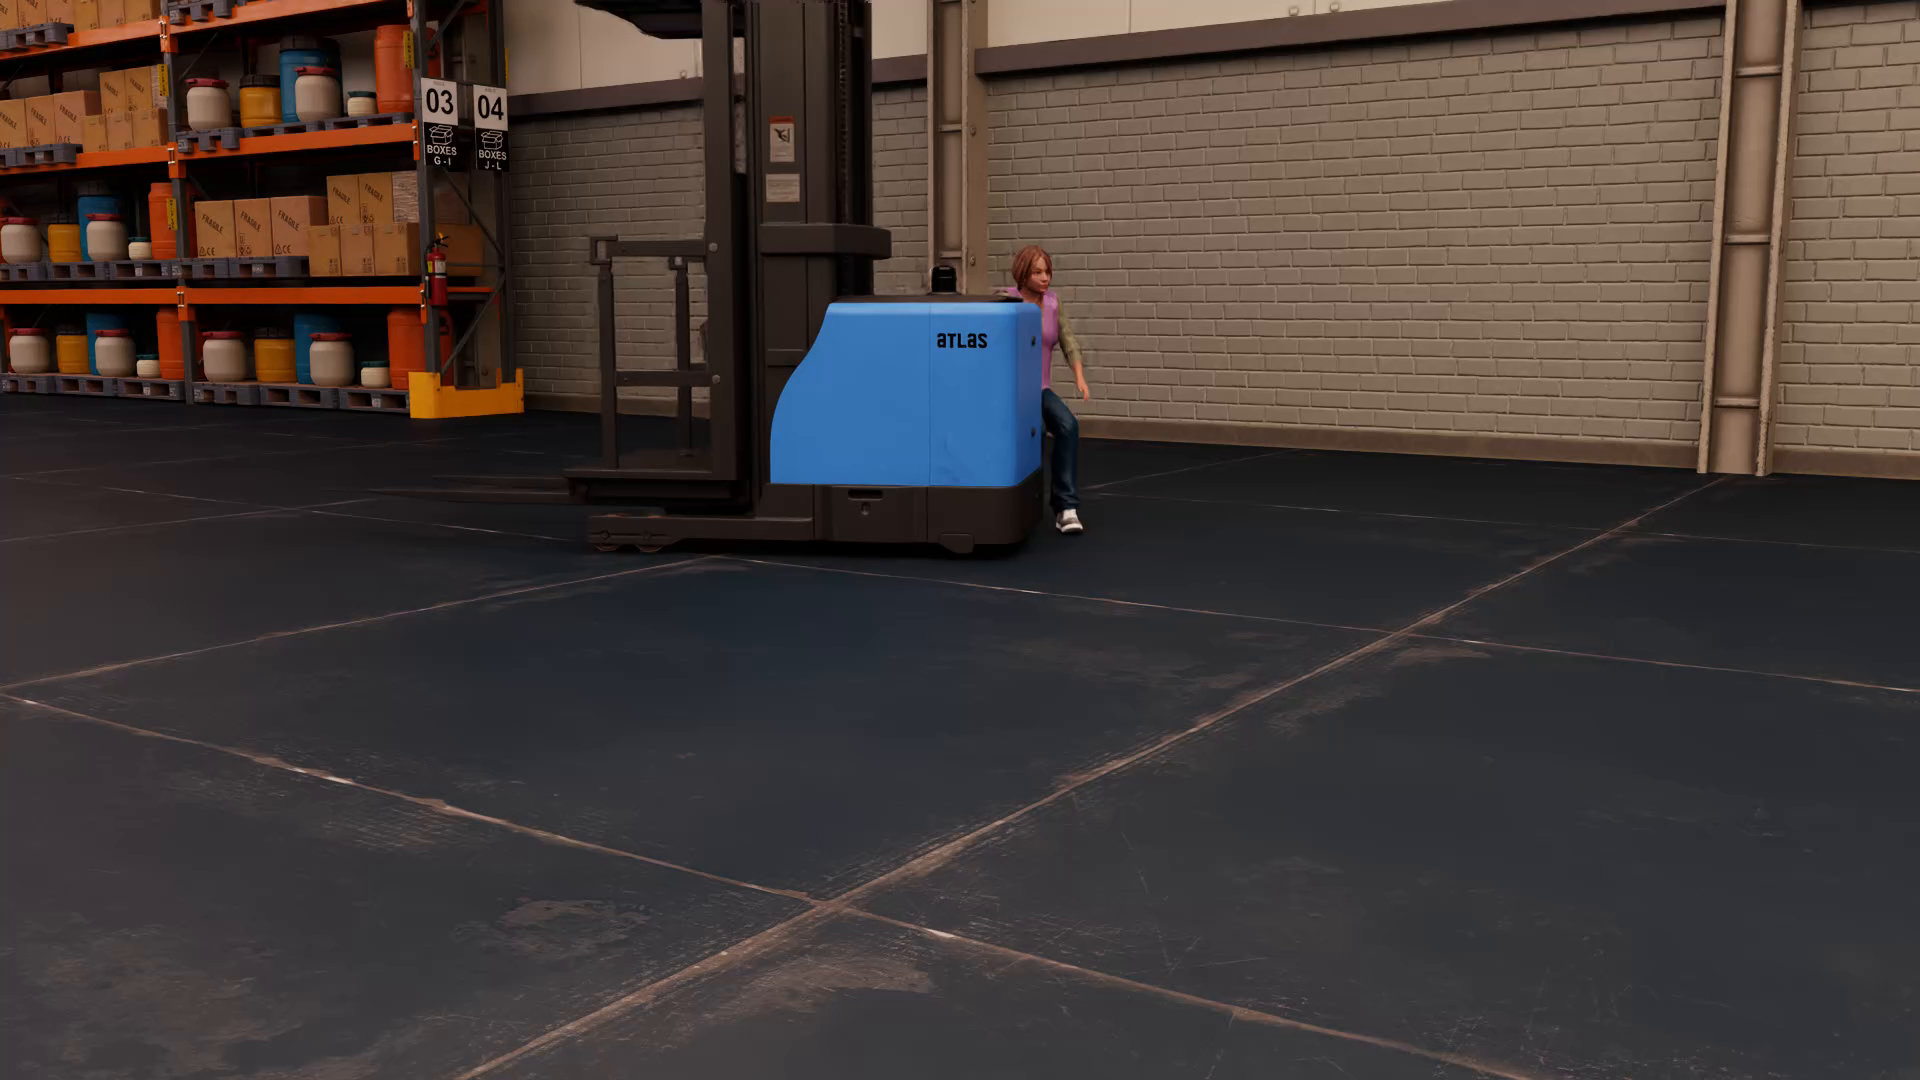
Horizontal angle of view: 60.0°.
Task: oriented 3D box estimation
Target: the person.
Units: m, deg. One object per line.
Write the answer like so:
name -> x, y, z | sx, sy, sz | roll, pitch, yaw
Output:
person -> 0.417, -0.712, 8.022 | 0.665, 1.388, 0.778 | -5, 9, -31

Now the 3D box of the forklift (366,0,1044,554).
forklift -> -1.171, -1.466, 7.504 | 3.031, 2.935, 1.130 | 1, 8, 9
